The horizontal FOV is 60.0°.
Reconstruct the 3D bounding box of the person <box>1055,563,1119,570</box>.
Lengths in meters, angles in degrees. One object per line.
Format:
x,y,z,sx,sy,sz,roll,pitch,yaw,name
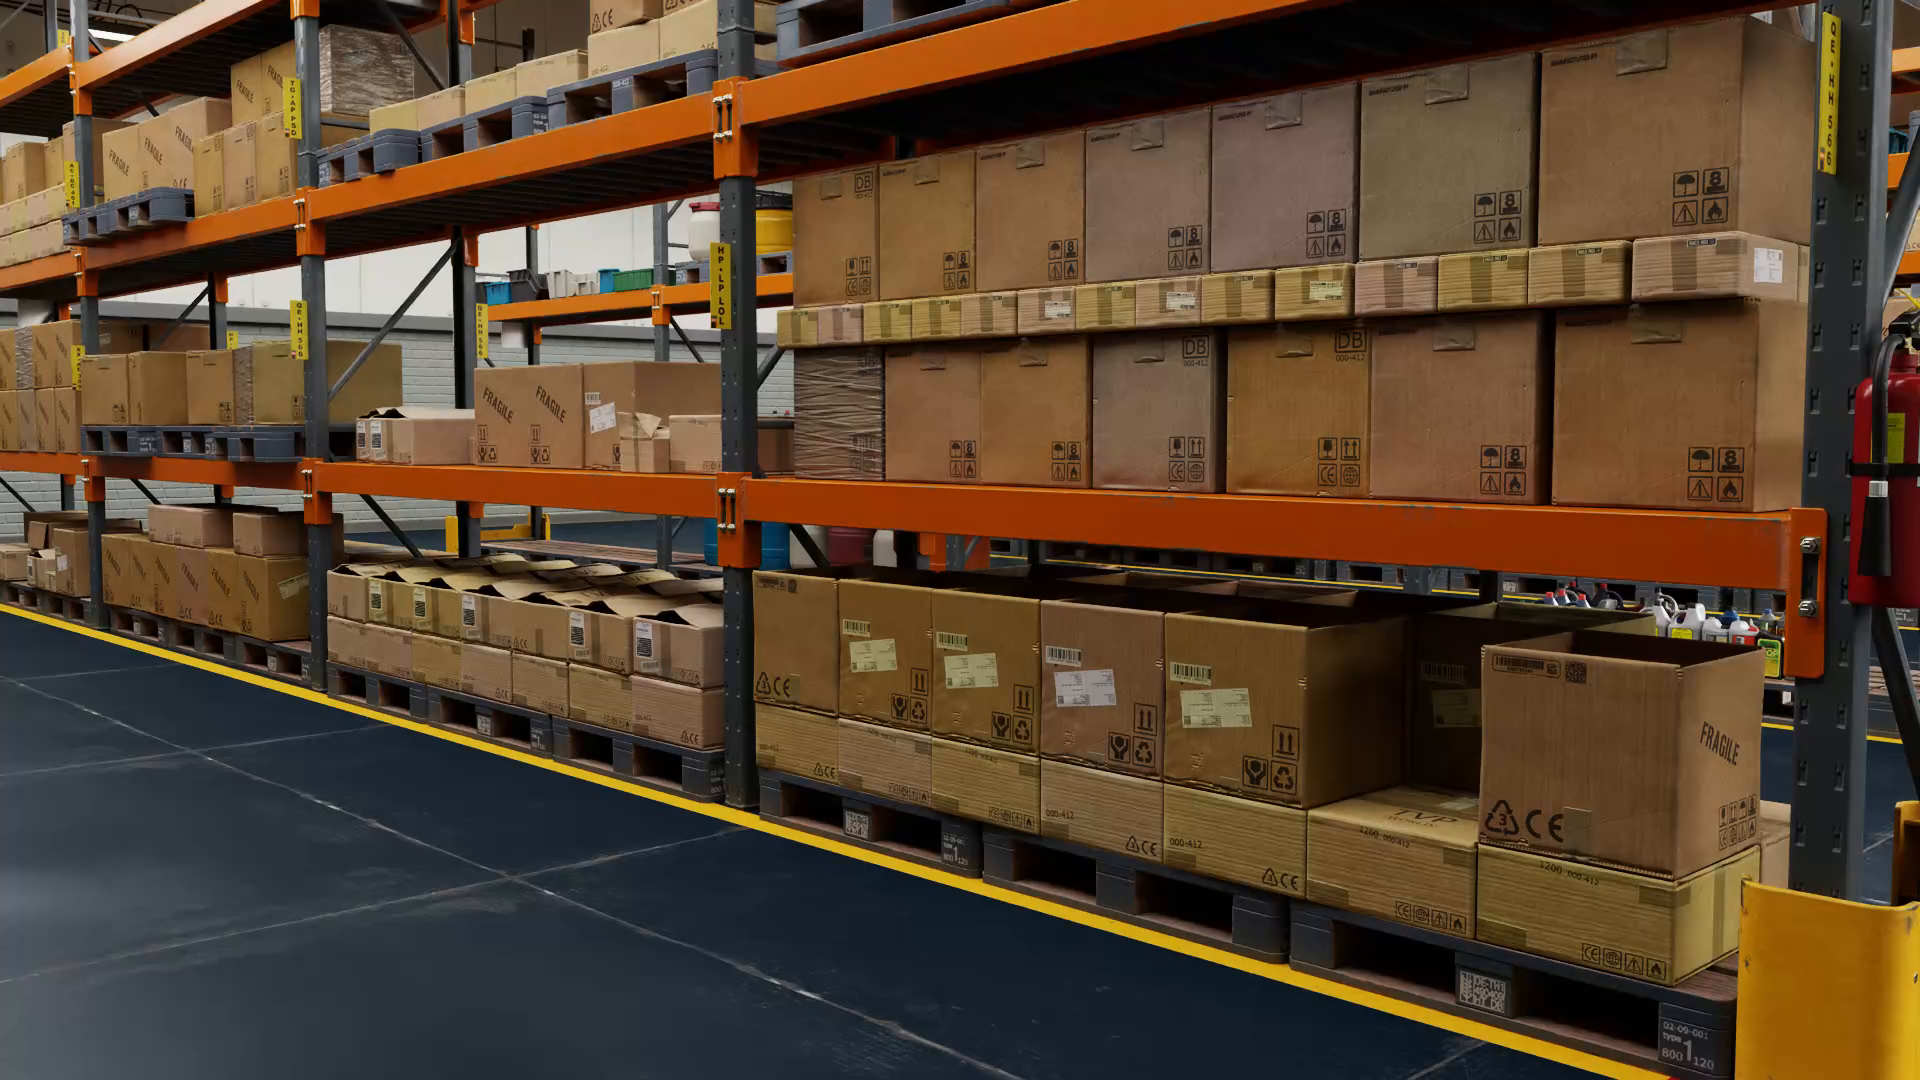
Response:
0.517,0.544,9.245,0.519,0.837,0.907,-4,5,-44,person
